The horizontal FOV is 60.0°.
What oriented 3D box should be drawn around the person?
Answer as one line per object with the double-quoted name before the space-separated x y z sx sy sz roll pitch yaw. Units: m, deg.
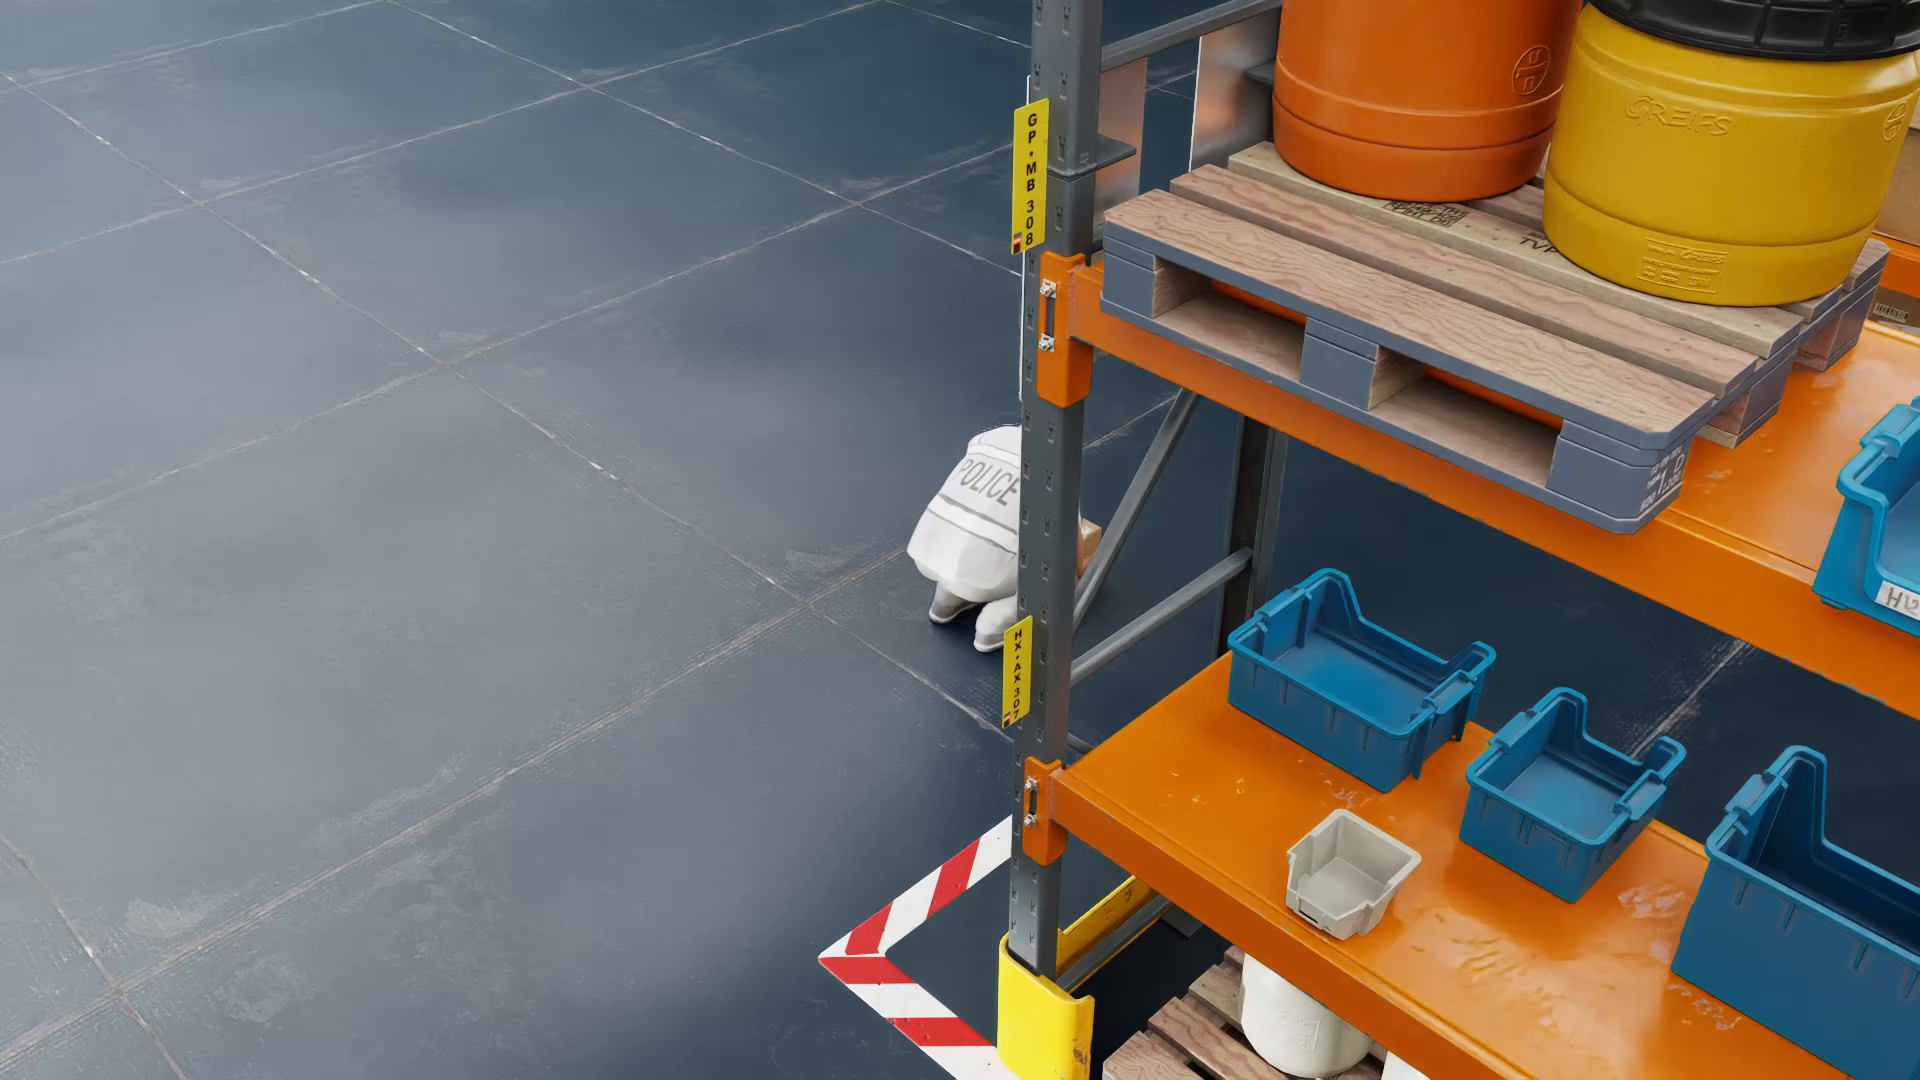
"person" 0.205 -0.083 7.005 0.944 0.900 0.553 -30 45 -35
